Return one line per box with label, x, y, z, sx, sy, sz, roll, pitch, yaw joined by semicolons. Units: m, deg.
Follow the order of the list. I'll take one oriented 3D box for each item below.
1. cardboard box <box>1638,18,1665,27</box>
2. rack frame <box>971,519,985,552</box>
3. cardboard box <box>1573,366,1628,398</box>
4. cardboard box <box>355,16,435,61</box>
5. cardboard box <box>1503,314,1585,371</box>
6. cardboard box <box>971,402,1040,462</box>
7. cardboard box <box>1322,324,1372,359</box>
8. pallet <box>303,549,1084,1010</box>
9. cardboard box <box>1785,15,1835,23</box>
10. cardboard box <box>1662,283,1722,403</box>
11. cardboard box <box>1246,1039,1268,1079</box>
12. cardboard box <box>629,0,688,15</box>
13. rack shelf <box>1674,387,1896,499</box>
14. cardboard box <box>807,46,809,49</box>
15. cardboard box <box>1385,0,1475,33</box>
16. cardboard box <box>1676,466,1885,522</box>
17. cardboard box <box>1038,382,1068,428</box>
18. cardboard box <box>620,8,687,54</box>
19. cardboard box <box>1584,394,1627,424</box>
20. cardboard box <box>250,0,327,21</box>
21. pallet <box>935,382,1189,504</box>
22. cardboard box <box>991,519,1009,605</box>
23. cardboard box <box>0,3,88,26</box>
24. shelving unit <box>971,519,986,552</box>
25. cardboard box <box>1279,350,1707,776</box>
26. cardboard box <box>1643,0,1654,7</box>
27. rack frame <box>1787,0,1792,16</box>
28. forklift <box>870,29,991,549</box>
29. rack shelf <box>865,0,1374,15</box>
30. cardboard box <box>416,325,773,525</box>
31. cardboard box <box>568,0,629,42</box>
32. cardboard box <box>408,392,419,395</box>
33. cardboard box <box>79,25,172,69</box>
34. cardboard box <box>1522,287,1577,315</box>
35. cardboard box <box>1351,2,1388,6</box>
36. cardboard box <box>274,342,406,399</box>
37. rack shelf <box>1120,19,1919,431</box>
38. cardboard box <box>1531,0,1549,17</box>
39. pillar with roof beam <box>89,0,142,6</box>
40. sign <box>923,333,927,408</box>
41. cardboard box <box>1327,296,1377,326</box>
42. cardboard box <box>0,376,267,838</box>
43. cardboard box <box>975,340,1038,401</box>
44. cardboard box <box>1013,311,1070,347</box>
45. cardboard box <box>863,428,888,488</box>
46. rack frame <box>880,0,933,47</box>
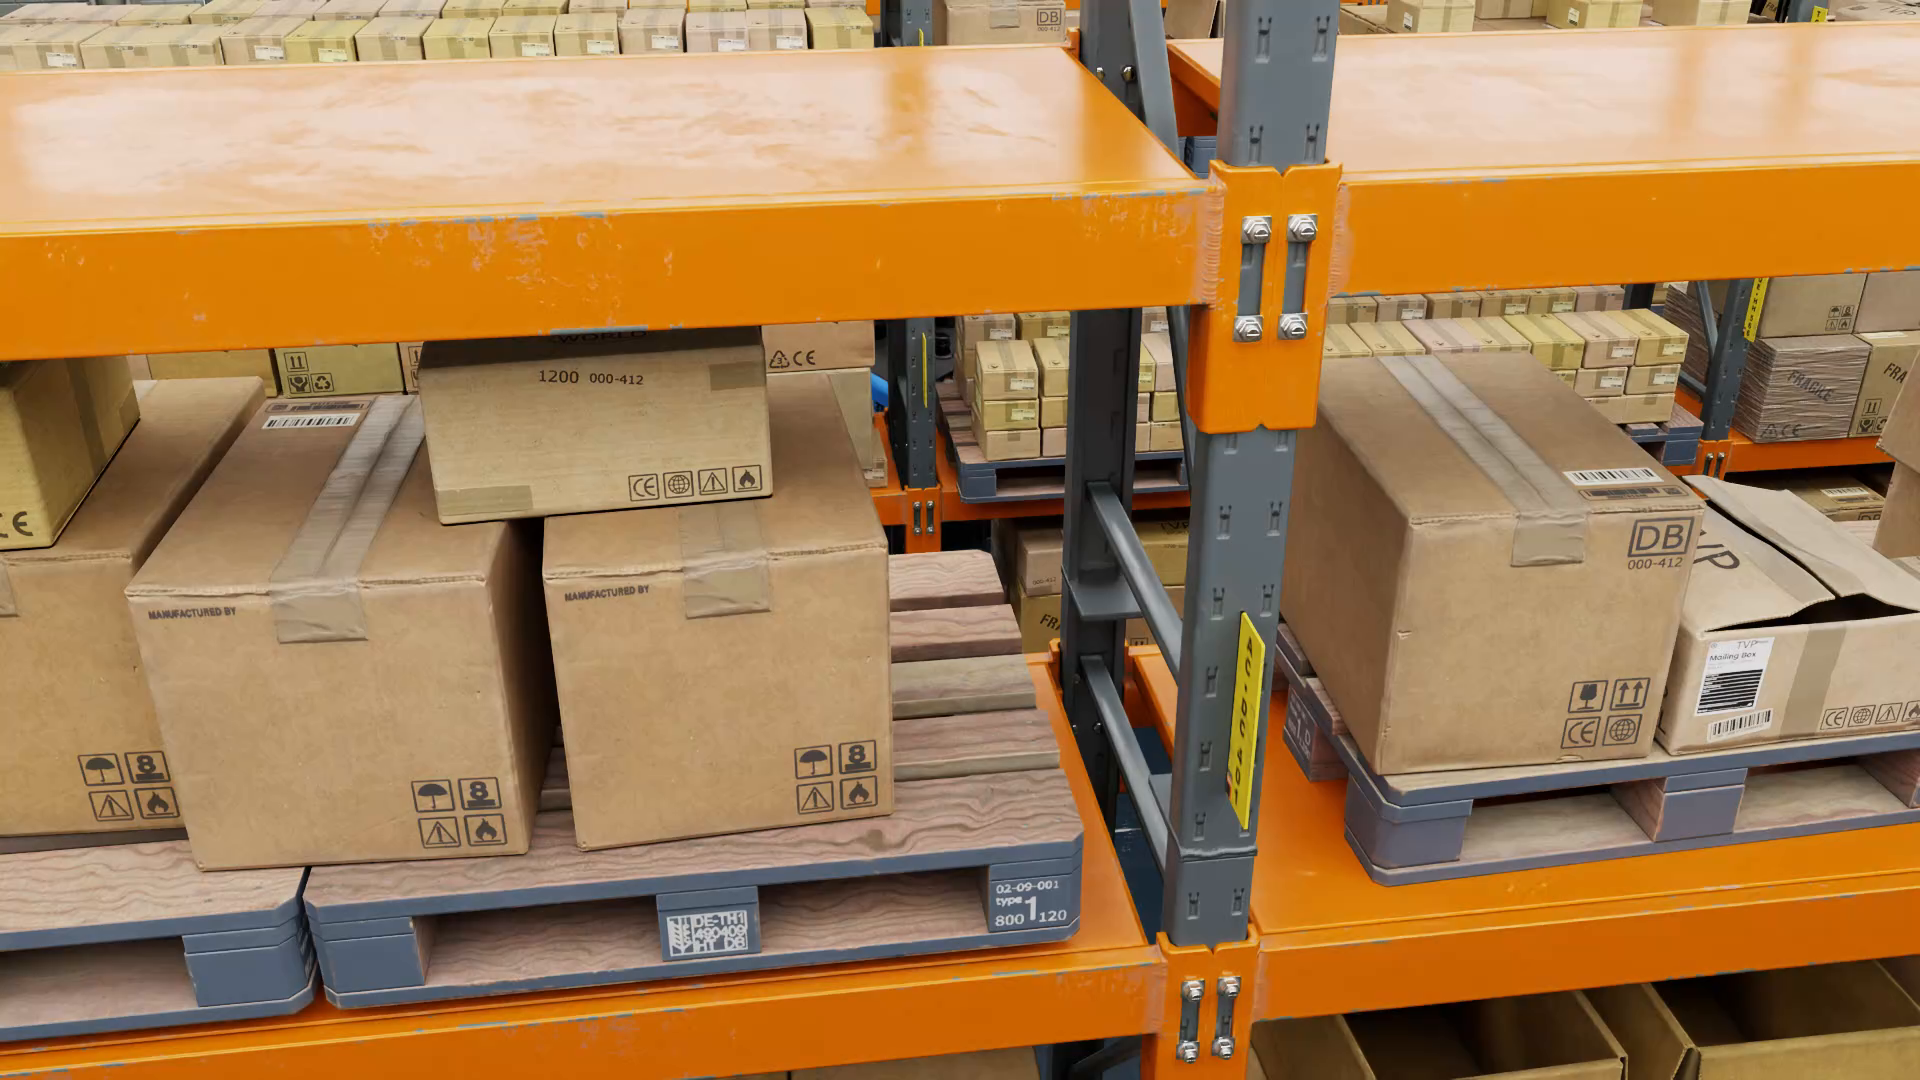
cardboard box;3.188;-2.108;7.678;0.500;0.500;0.500;-4;27;-7
rack frame;0.107;-0.432;9.777;0.006;1.200;0.240;-9;28;-16
cardboard box;3.028;-0.833;8.077;0.250;0.149;0.380;-3;27;-5
cardboard box;-2.310;-2.042;6.839;0.250;0.149;0.380;-3;27;-5
cardboard box;2.788;-0.950;7.980;0.250;0.149;0.380;-3;27;-6
cardboard box;0.211;-0.518;7.790;0.250;0.149;0.380;-5;28;-10
cardboard box;1.758;-0.884;7.851;0.250;0.149;0.380;-3;27;-6
pallet;-0.464;0.375;3.045;1.213;0.211;1.003;-4;27;-7
cardboard box;4.280;-2.480;8.198;0.250;0.166;0.380;-4;27;-7
cardboard box;4.126;-1.075;8.950;0.500;0.500;0.500;-4;27;-7
cardboard box;0.773;1.425;4.078;0.500;0.500;0.500;-4;27;-7
cardboard box;-1.344;-2.345;7.429;0.250;0.149;0.380;-4;27;-9
rack shelf;5.698;-0.688;9.092;4.000;0.370;1.077;-4;27;-7
cardboard box;-0.665;-1.972;7.139;0.500;0.250;0.500;-5;28;-10
cardboard box;2.083;-2.366;7.341;0.258;0.266;0.396;-4;27;-7
cardboard box;4.333;-0.064;9.094;0.750;0.750;1.050;-4;27;-8
cardboard box;0.467;-0.668;7.755;0.250;0.149;0.380;-4;27;-8
cardboard box;-1.288;-2.131;7.011;0.250;0.149;0.380;-3;27;-5
cardboard box;3.047;-0.701;8.146;0.250;0.149;0.380;-4;27;-7
cardboard box;-2.898;-2.236;7.216;0.250;0.149;0.380;-4;27;-8
pallet;0.534;-0.524;8.195;1.213;0.211;1.003;-4;27;-7
cardboard box;0.455;0.138;8.973;0.500;0.500;0.500;-4;27;-8
cardboard box;-3.916;-2.193;7.133;0.250;0.149;0.380;-4;27;-8
shelving unit;0.194;-0.445;9.802;0.189;1.200;0.258;-9;28;-16
cardboard box;0.921;0.015;3.079;0.500;0.500;0.700;-3;27;-6
cardboard box;7.183;-5.605;17.779;0.500;0.500;0.500;-3;27;-6
rack frame;6.889;-3.366;13.525;0.127;3.000;1.000;-4;27;-7
forklift;-0.767;-1.846;10.638;1.130;2.935;3.031;-18;32;-31
rack shelf;0.948;-3.999;12.260;4.000;0.370;1.077;-4;27;-7
cardboard box;-0.584;-0.265;2.694;0.500;0.250;0.500;-5;28;-10
cardboard box;-1.597;-2.319;7.379;0.250;0.149;0.380;-5;28;-9
cardboard box;-2.204;-0.558;7.617;0.500;0.500;0.500;-4;27;-8
cardboard box;-3.318;-1.949;6.658;0.250;0.149;0.380;-4;27;-7
cardboard box;2.967;-1.260;8.584;0.250;0.149;0.380;-4;27;-9
cardboard box;4.225;-5.529;17.357;0.500;0.250;0.500;-3;27;-6
cardboard box;-2.706;-0.960;7.304;0.500;0.500;0.500;-4;27;-8
rack shelf;2.328;-0.676;2.936;4.000;0.370;1.077;-4;27;-7
cardboard box;2.768;-2.666;7.927;0.258;0.266;0.396;-4;27;-7
pillar with roof beam;-7.885;-5.806;11.707;0.400;9.000;9.100;-4;27;-7
sign;-0.160;-0.766;7.510;0.005;0.325;0.100;-4;27;-7
cardboard box;1.932;-1.194;8.455;0.250;0.149;0.380;-3;27;-6
cardboard box;-1.489;0.090;2.823;0.500;0.500;0.700;-2;27;-5
cardboard box;0.211;-0.783;7.654;0.250;0.149;0.380;-2;27;-4
cardboard box;0.393;-1.097;8.266;0.250;0.149;0.380;-4;28;-9
cardboard box;-0.493;-0.390;8.000;0.250;0.149;0.380;-4;27;-8
rack frame;-0.243;-3.295;6.815;0.127;3.000;1.000;-4;27;-7
